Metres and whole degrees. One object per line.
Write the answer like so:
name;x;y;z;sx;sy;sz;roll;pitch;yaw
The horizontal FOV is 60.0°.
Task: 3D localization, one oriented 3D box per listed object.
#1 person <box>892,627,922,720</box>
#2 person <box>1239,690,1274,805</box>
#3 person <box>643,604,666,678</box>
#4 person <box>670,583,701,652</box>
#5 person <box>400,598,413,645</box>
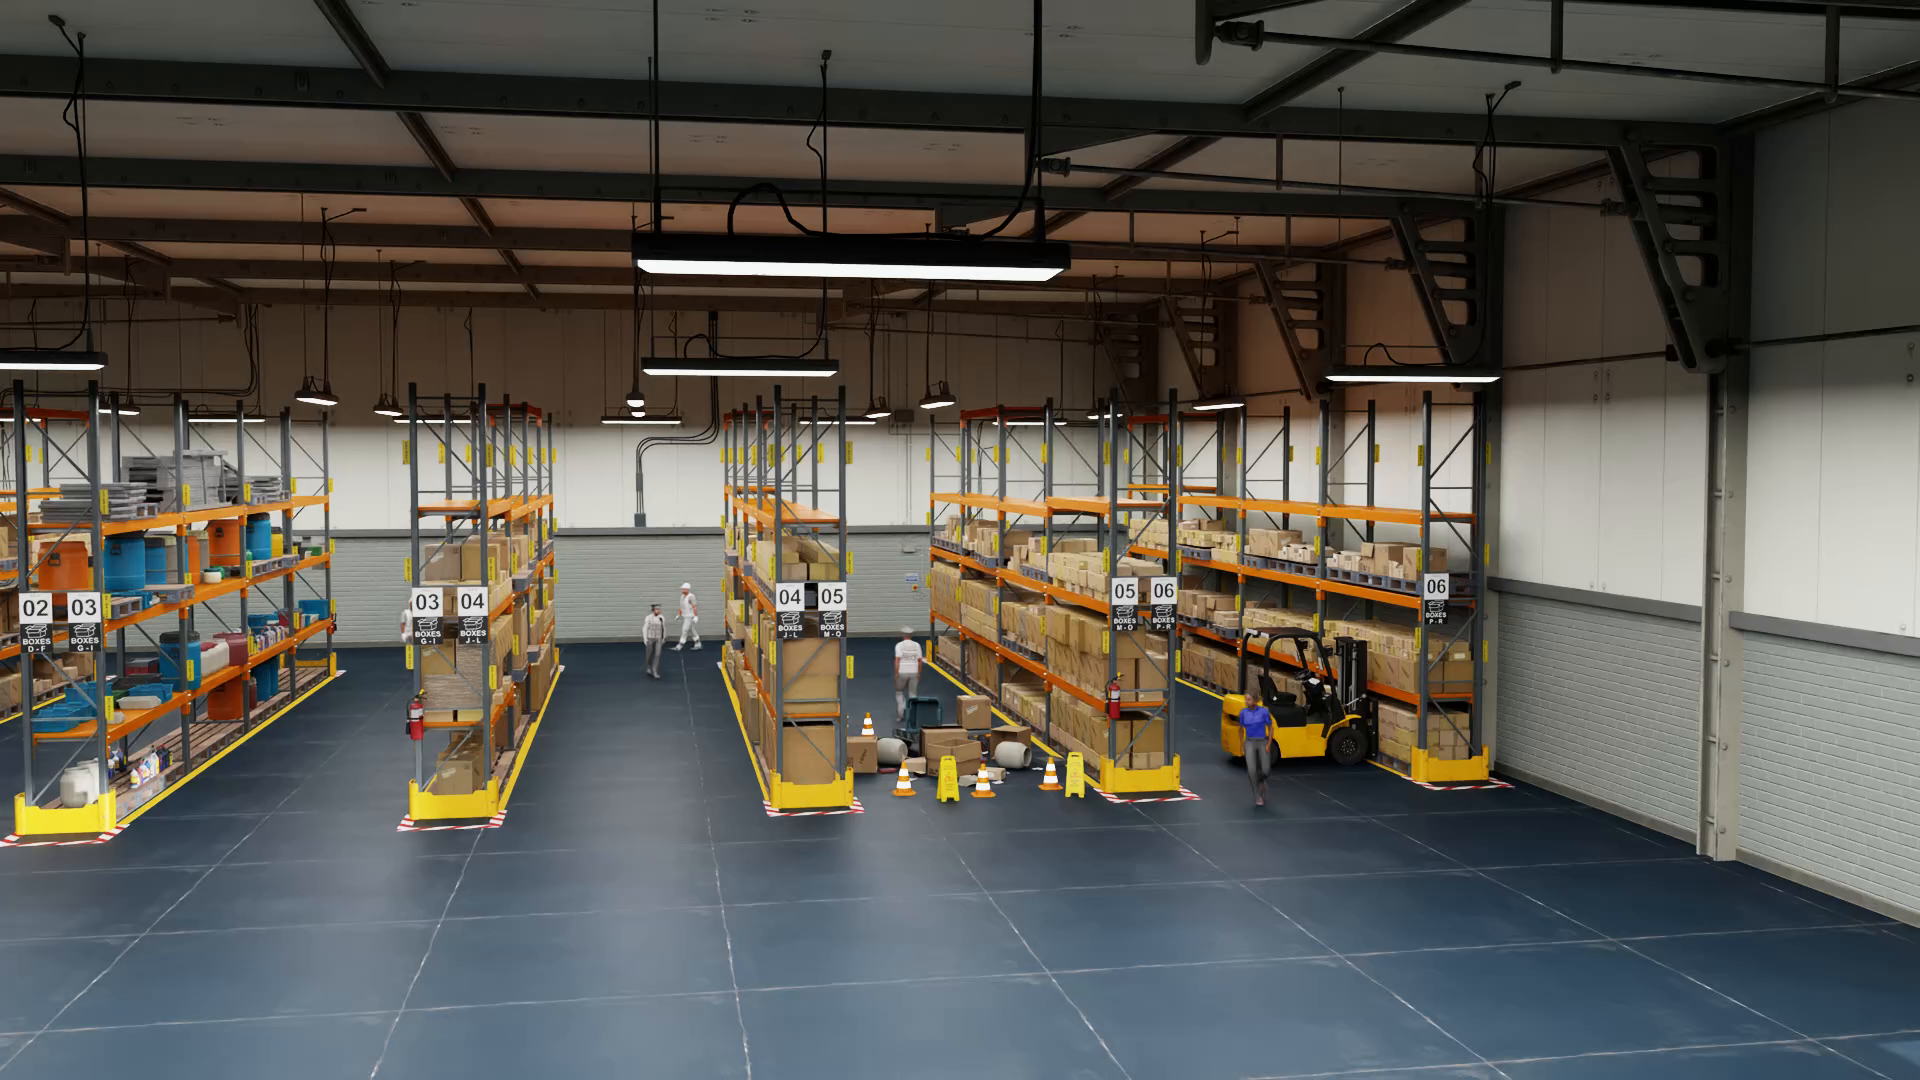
person;-0.982;2.564;31.378;0.574;1.825;0.599;-1;3;-18
person;4.283;2.979;24.050;0.503;1.628;0.558;1;3;15
person;-6.951;2.282;37.861;0.562;1.690;0.686;-1;3;-24
person;-7.012;1.971;42.410;0.929;1.754;0.595;-2;4;-38
person;-12.604;2.187;38.285;0.533;1.728;1.096;-1;3;-14
